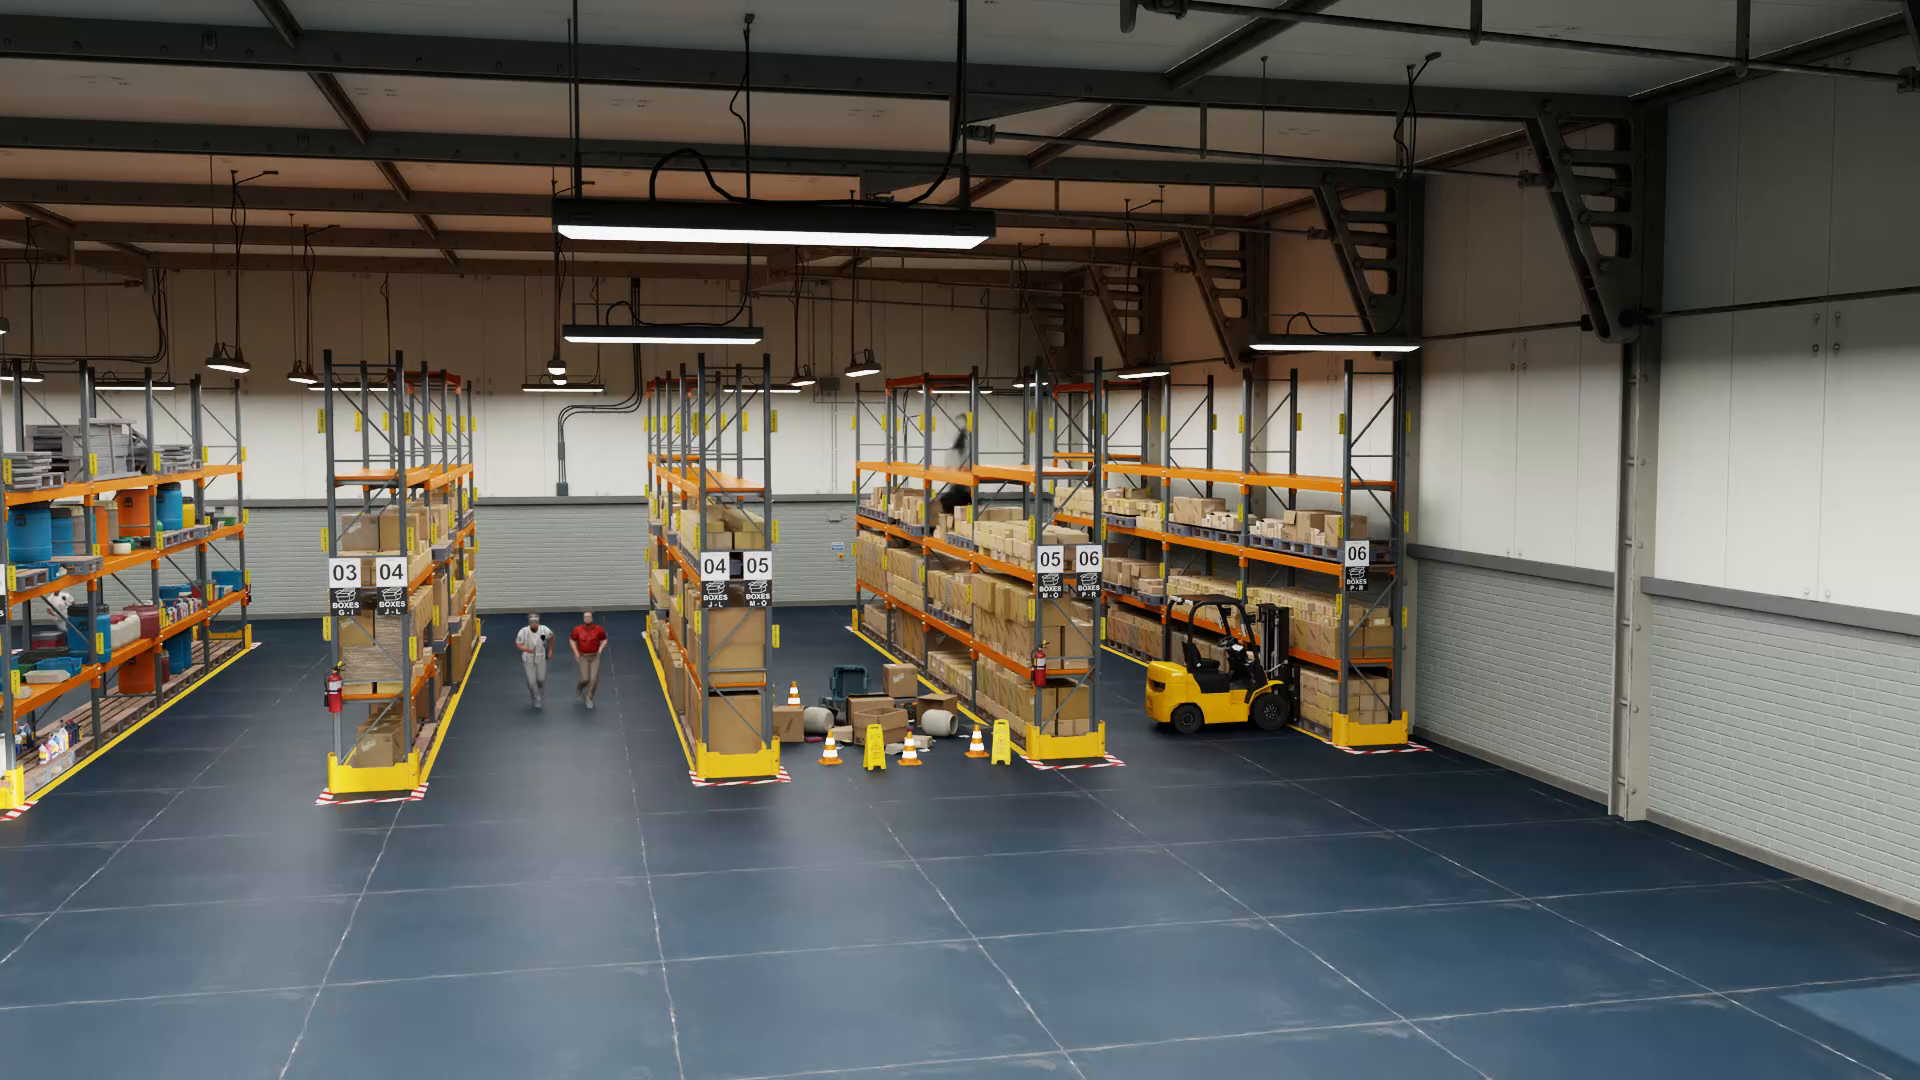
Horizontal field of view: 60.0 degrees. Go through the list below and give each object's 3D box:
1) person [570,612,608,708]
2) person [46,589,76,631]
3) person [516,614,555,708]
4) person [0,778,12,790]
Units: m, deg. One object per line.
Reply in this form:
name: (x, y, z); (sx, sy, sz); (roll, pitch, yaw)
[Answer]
person: (-6.561, 2.115, 29.447); (0.649, 1.697, 0.629); (-1, 4, -18)
person: (-19.417, 1.689, 36.013); (0.646, 1.613, 0.517); (-2, 5, -28)
person: (-7.496, 2.125, 29.375); (0.654, 1.700, 0.744); (-1, 4, -12)
person: (-10.490, 2.890, 17.791); (0.634, 1.758, 0.644); (1, 4, 11)
